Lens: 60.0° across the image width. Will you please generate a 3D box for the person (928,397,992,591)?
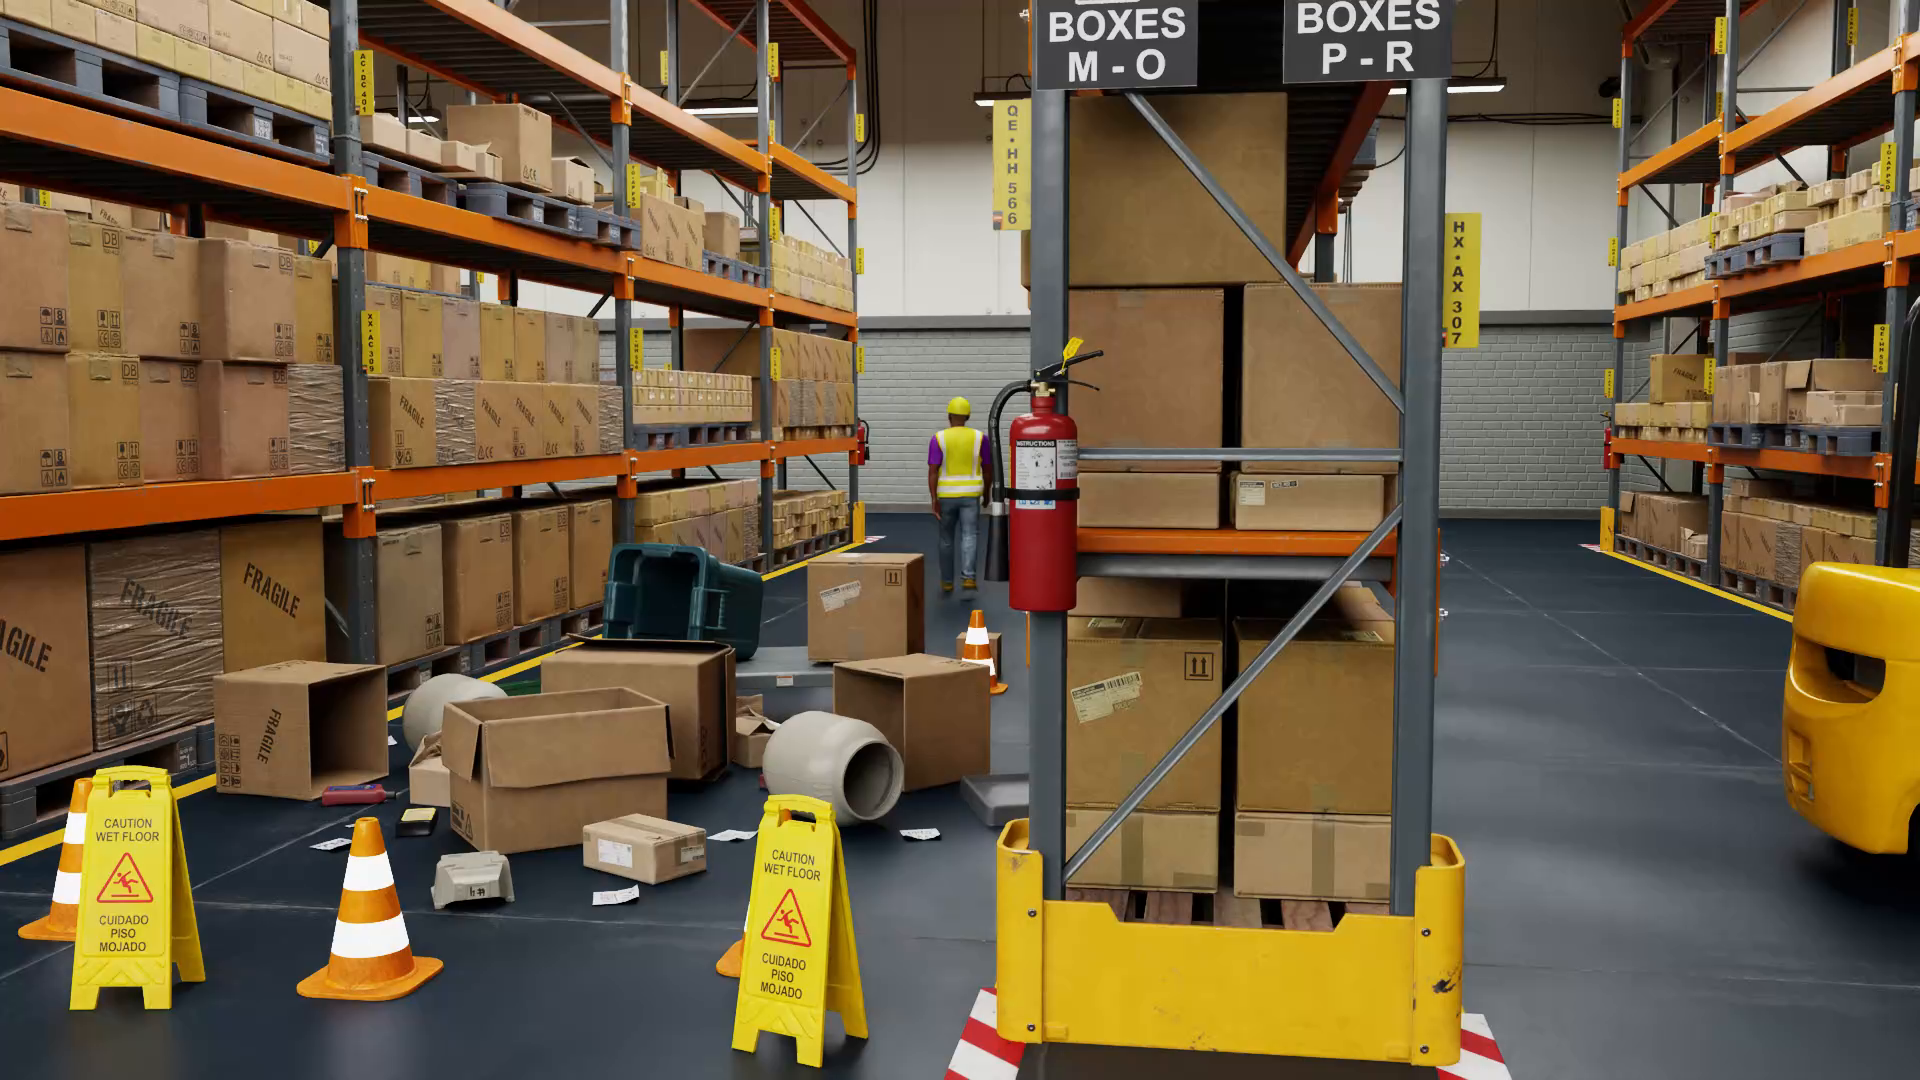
[{"bbox_3d":[-0.001,-0.394,14.606,0.569,1.725,1.021,0,4,-2],"label":"person"}]
